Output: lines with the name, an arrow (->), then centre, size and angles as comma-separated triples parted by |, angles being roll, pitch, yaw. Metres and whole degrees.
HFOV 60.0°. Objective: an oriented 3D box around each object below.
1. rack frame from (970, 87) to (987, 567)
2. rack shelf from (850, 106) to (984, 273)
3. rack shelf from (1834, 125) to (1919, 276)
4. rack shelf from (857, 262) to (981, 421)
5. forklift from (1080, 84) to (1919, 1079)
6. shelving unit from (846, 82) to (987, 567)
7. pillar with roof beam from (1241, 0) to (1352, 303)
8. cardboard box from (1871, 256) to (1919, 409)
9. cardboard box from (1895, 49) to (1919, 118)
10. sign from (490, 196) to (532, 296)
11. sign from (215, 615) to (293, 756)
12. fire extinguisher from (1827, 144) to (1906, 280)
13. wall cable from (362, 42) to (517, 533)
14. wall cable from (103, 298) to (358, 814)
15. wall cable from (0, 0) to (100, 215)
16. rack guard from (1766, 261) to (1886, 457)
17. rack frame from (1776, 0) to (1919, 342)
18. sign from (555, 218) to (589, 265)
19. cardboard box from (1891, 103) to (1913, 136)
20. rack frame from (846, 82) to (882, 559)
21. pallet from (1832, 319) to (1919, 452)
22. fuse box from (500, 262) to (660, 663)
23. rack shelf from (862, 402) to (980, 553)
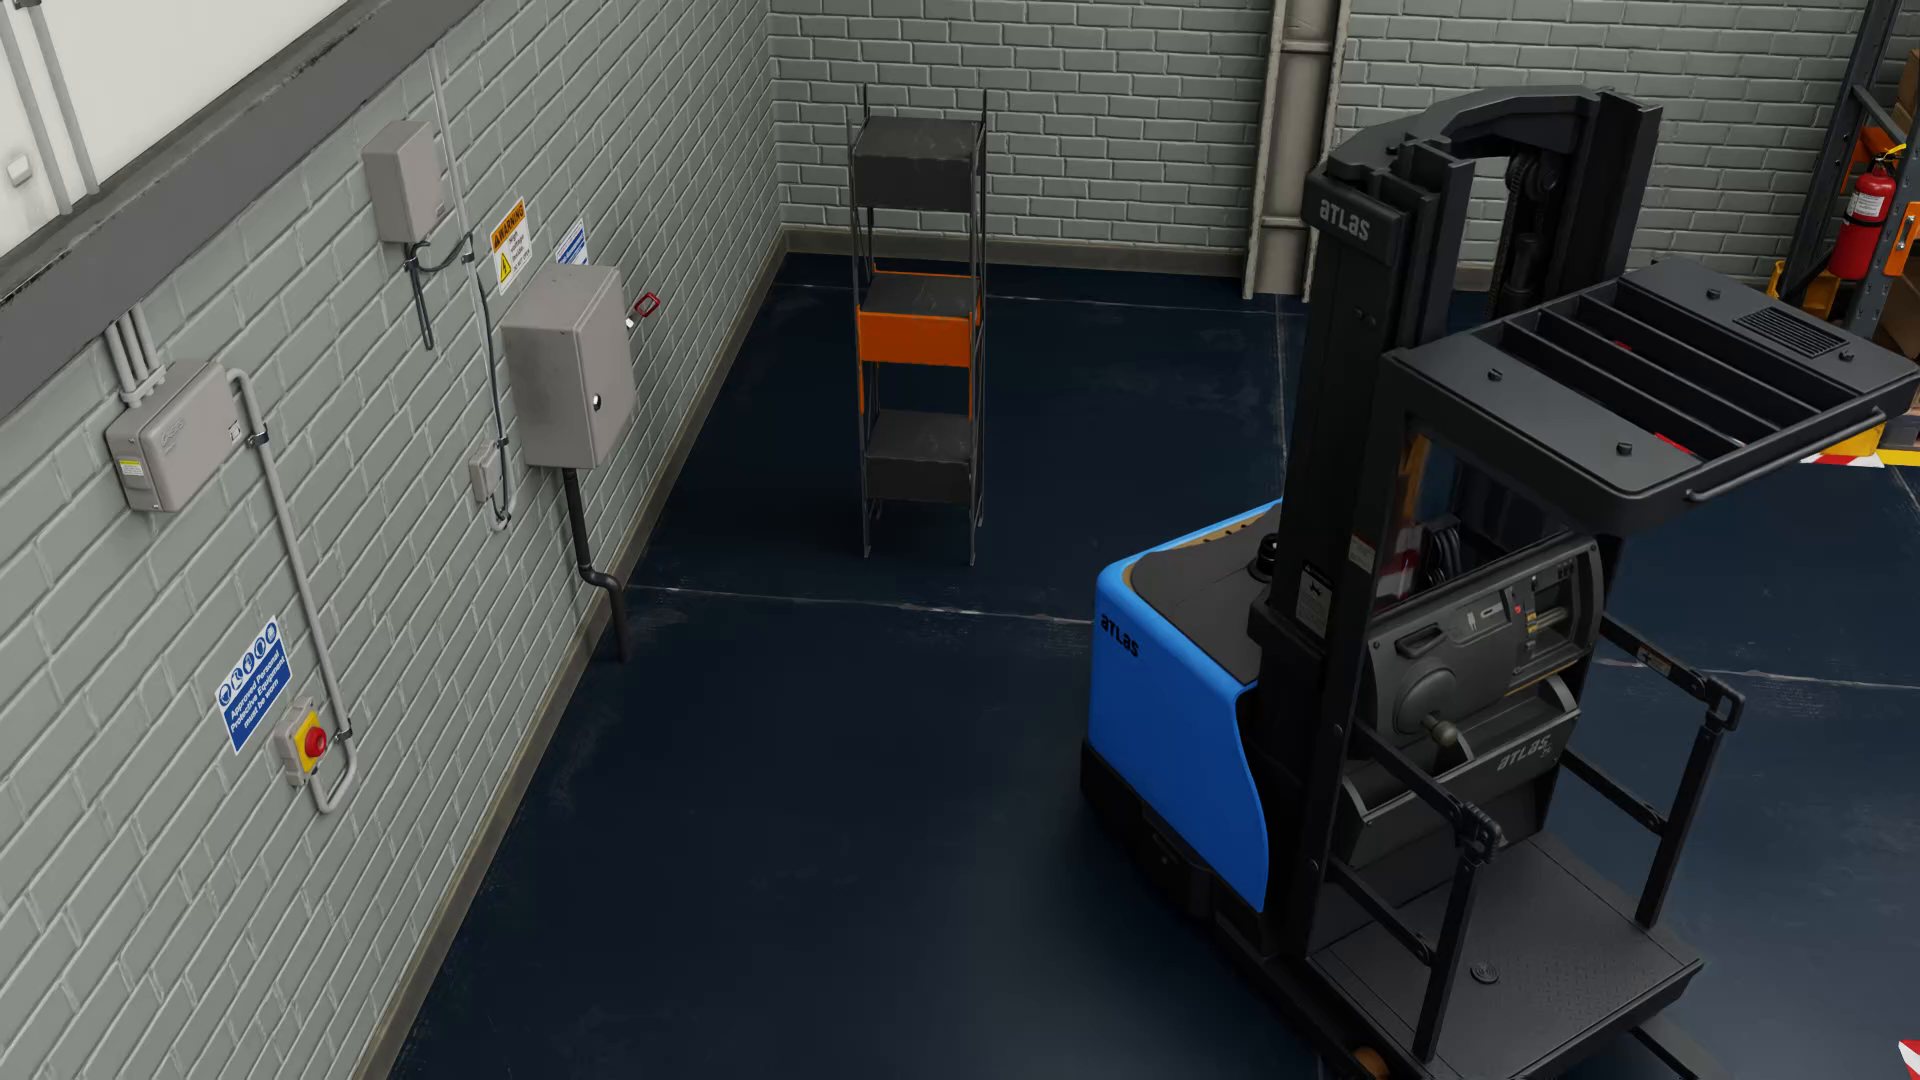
rack frame -> 0.078, -0.849, 7.132 | 0.015, 2.100, 0.400 | 4, 36, 6
rack shelf -> -0.164, -1.426, 6.758 | 0.480, 0.518, 0.431 | 4, 36, 6
rack shelf -> 6.410, -1.548, 7.956 | 4.000, 0.370, 1.077 | 4, 36, 6
rack shelf -> -0.164, -0.856, 7.165 | 0.480, 0.518, 0.431 | 4, 36, 6
forklift -> 1.660, 0.360, 4.722 | 1.130, 2.935, 3.031 | -20, 40, -25
shelving unit -> -0.164, -0.867, 7.157 | 0.503, 2.100, 0.431 | 4, 36, 6
pillar with roof beam -> 1.318, -2.669, 3.743 | 0.400, 9.000, 9.100 | 4, 36, 6
cardboard box -> 5.021, -1.043, 8.417 | 0.637, 0.503, 0.797 | 3, 36, 4
cardboard box -> 4.916, -2.167, 8.078 | 0.500, 0.250, 0.500 | 5, 36, 7
sign -> -1.598, -1.051, 5.930 | 0.001, 0.242, 0.339 | 4, 36, 6
sign -> -1.865, 0.381, 4.401 | 0.001, 0.218, 0.327 | 4, 36, 6
fire extinguisher -> 4.221, -1.550, 7.727 | 0.183, 0.674, 0.296 | 4, 36, 6
wall cable -> -1.629, -0.763, 5.363 | 0.122, 1.984, 0.588 | 4, 36, 6
wall cable -> -1.798, 0.042, 4.208 | 0.123, 1.953, 0.585 | 4, 36, 6
wall cable -> -1.880, -1.829, 2.566 | 0.029, 3.000, 0.463 | 4, 36, 6
rack guard -> 4.502, -0.965, 8.672 | 0.348, 0.500, 1.175 | 4, 36, 6
rack frame -> 4.426, -1.988, 7.954 | 0.127, 3.000, 1.000 | 4, 36, 6
sign -> -1.528, -0.993, 6.641 | 0.001, 0.494, 0.329 | 4, 36, 6
cardboard box -> 4.789, -2.016, 8.209 | 0.250, 0.149, 0.380 | 4, 36, 5
rack frame -> -0.406, -0.885, 7.183 | 0.015, 2.100, 0.400 | 4, 36, 6
pallet -> 5.293, -0.789, 8.674 | 1.213, 0.211, 1.003 | 4, 36, 6
fuse box -> -1.386, -0.207, 6.567 | 0.414, 1.711, 0.539 | 4, 36, 6
rack shelf -> -0.164, -0.286, 7.572 | 0.480, 0.518, 0.431 | 4, 36, 6
